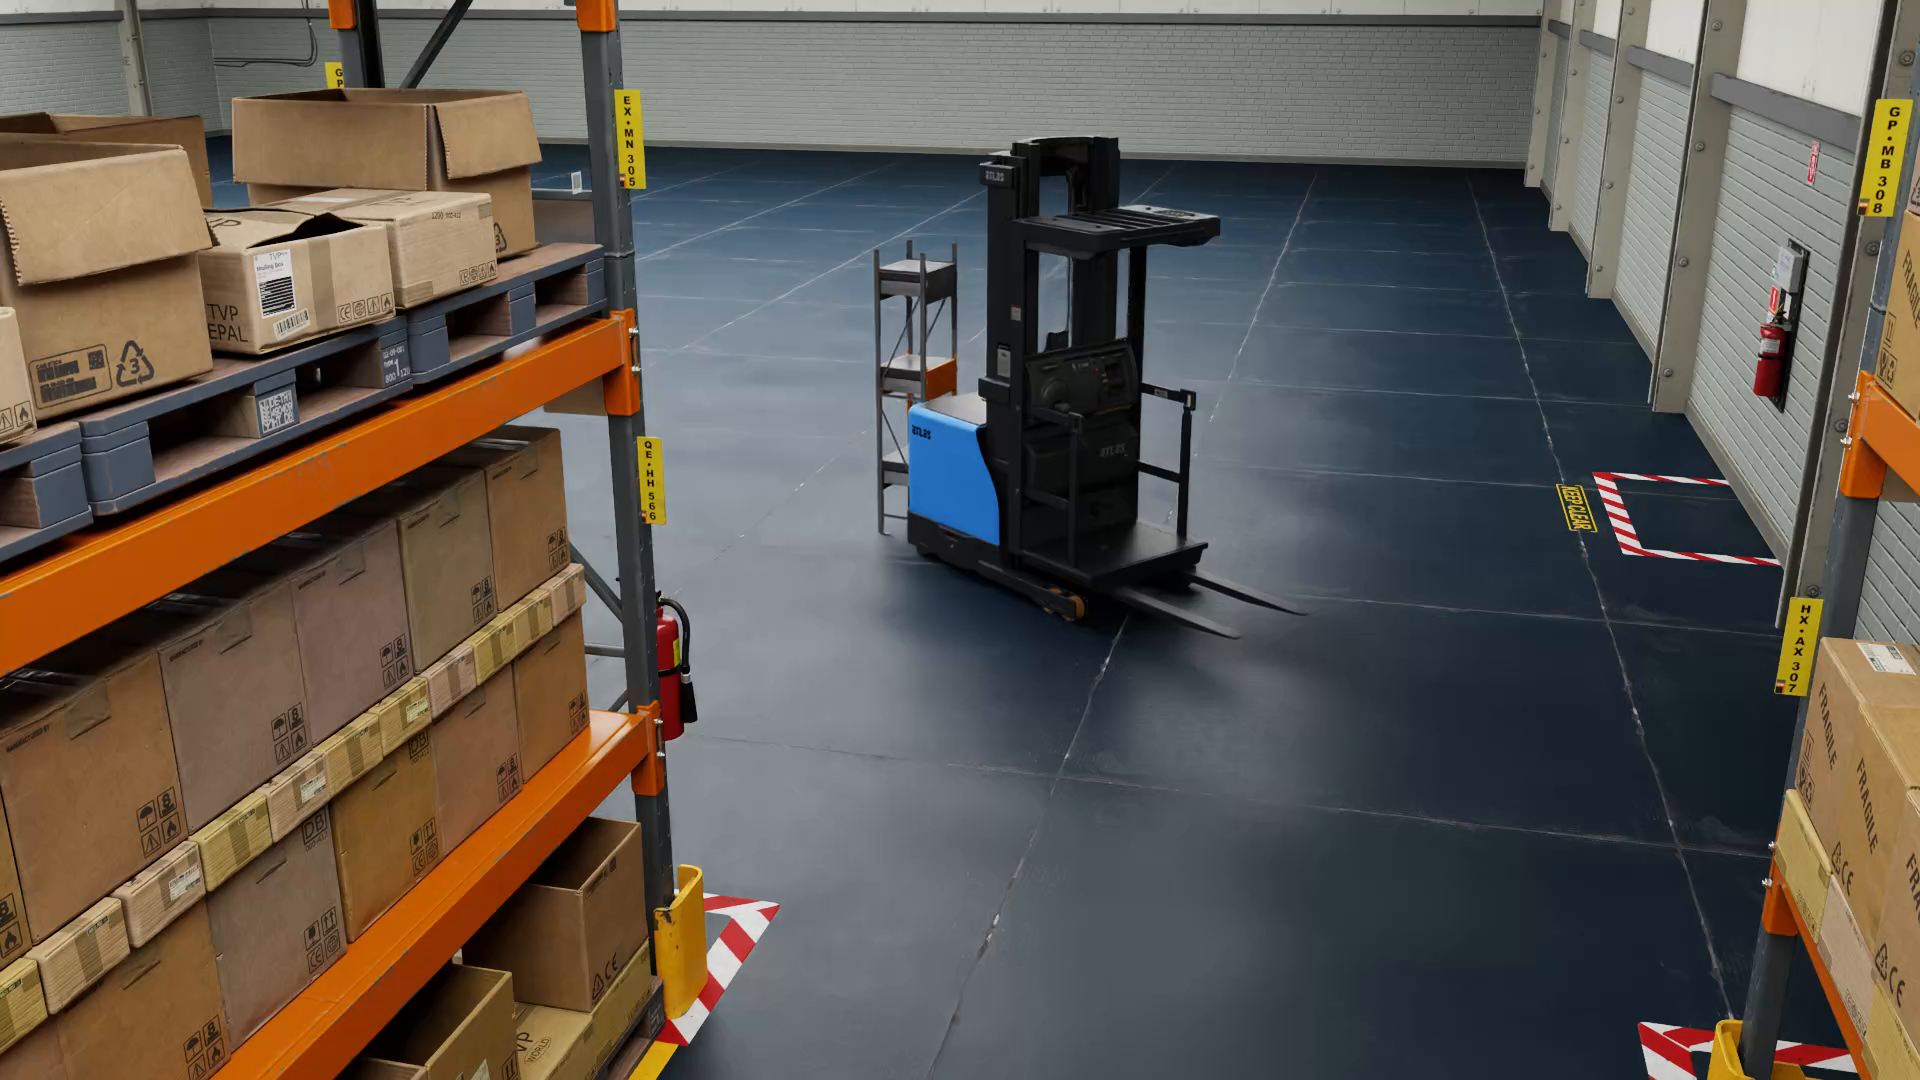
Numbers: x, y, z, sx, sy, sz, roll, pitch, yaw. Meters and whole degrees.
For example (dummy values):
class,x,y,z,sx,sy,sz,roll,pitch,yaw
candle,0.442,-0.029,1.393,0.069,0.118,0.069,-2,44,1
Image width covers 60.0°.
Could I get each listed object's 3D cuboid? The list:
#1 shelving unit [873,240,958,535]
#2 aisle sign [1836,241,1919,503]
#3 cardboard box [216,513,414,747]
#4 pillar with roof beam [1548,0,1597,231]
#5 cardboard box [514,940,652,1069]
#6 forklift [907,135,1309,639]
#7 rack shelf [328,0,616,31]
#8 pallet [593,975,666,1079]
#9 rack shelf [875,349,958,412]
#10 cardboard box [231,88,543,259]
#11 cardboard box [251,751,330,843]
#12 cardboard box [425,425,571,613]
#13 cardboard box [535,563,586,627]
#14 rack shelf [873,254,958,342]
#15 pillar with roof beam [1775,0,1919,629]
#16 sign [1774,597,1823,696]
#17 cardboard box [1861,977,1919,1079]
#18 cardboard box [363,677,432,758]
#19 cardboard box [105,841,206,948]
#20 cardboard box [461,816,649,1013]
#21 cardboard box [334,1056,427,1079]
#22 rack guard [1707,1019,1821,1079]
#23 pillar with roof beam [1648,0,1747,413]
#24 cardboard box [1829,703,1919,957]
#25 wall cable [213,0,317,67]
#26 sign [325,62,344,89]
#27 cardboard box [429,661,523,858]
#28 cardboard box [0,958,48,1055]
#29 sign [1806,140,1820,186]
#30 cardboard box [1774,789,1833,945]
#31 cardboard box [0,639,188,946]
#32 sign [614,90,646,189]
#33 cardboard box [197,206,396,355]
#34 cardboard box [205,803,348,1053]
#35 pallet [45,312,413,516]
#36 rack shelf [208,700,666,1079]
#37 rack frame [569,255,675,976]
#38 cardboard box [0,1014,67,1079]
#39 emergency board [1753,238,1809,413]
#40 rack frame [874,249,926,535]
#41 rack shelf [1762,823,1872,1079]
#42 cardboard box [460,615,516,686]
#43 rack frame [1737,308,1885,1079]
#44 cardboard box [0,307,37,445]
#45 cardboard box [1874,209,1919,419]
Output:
class,x,y,z,sx,sy,sz,roll,pitch,yaw
shelving unit,-0.313,-1.088,12.126,0.431,2.100,0.503,9,21,25
aisle sign,2.890,-0.487,4.952,0.394,0.787,0.004,5,19,13
cardboard box,-2.026,0.223,4.732,0.700,0.500,0.500,5,19,14
pillar with roof beam,5.521,-9.624,26.443,9.100,9.000,0.400,5,19,13
cardboard box,-1.485,1.693,6.195,0.500,0.250,0.500,5,19,13
forklift,0.936,-1.044,10.710,1.130,2.935,3.031,-15,24,-36
rack shelf,-2.130,-1.283,3.754,1.077,0.370,4.000,5,19,13
pallet,-1.787,1.962,6.118,1.003,0.211,1.213,5,19,13
rack shelf,-0.313,-1.076,12.130,0.431,0.518,0.480,9,21,25
cardboard box,-1.785,-1.154,5.260,0.797,0.503,0.637,6,20,17
cardboard box,-1.926,0.666,4.439,0.380,0.149,0.250,4,19,13
cardboard box,-1.780,-0.100,5.679,0.700,0.500,0.500,5,19,14
cardboard box,-1.550,0.180,5.863,0.380,0.149,0.250,4,19,12
rack shelf,-0.313,-1.738,11.904,0.431,0.518,0.480,9,21,25
pillar with roof beam,1.123,-3.983,9.926,9.100,9.000,0.400,5,19,13
sign,2.637,0.337,5.222,0.100,0.325,0.005,5,19,13
cardboard box,2.493,1.302,3.937,0.500,0.250,0.500,4,19,13
cardboard box,-1.802,0.503,4.916,0.380,0.149,0.250,5,20,15
cardboard box,-2.054,0.825,3.972,0.380,0.149,0.250,4,19,12
cardboard box,-1.483,1.338,6.073,0.500,0.500,0.500,5,19,13
cardboard box,-1.837,1.809,4.693,0.500,0.500,0.500,5,19,13
rack guard,3.145,1.996,5.571,1.175,0.500,0.348,5,19,13
pillar with roof beam,2.589,-5.863,15.432,9.100,9.000,0.400,5,19,13
cardboard box,2.625,0.776,4.317,0.500,0.500,0.500,5,19,14
wall cable,-17.382,-13.002,41.136,3.097,2.526,0.112,5,19,13
sign,-2.178,-1.517,5.873,0.100,0.325,0.005,5,19,13
cardboard box,-1.891,0.662,5.454,0.700,0.500,0.500,5,20,15
cardboard box,-2.179,0.988,3.497,0.380,0.149,0.250,4,19,13
sign,6.037,-2.667,11.769,0.001,0.298,0.199,5,19,13
cardboard box,2.736,0.978,4.883,0.500,0.250,0.500,4,19,12
cardboard box,-2.271,0.537,3.814,0.700,0.500,0.500,5,19,13
sign,-1.118,-1.355,5.625,0.100,0.325,0.005,5,19,13
cardboard box,-1.802,-0.687,4.190,0.500,0.311,0.500,7,20,20
cardboard box,-2.143,0.983,4.516,0.700,0.500,0.500,5,20,15
pallet,-2.135,-0.375,4.142,1.003,0.211,1.213,5,19,13
rack shelf,-2.130,1.366,4.660,1.077,0.370,4.000,5,19,13
rack frame,-1.641,0.399,6.379,1.000,3.000,0.127,5,19,13
cardboard box,-2.393,1.300,3.586,0.700,0.500,0.500,4,19,13
emergency board,5.938,-1.575,12.159,0.194,1.169,0.643,5,19,13
rack frame,-0.422,-1.018,11.919,0.400,2.100,0.015,9,21,25
rack shelf,2.675,1.756,3.518,1.077,0.370,4.000,5,19,13
cardboard box,-1.675,0.342,5.388,0.380,0.149,0.250,4,19,13
rack frame,3.164,0.789,5.237,1.000,3.000,0.127,5,19,13
cardboard box,-2.108,-0.296,3.044,0.500,0.311,0.500,4,19,10
cardboard box,2.839,-0.602,4.483,0.500,0.500,0.500,5,20,15
